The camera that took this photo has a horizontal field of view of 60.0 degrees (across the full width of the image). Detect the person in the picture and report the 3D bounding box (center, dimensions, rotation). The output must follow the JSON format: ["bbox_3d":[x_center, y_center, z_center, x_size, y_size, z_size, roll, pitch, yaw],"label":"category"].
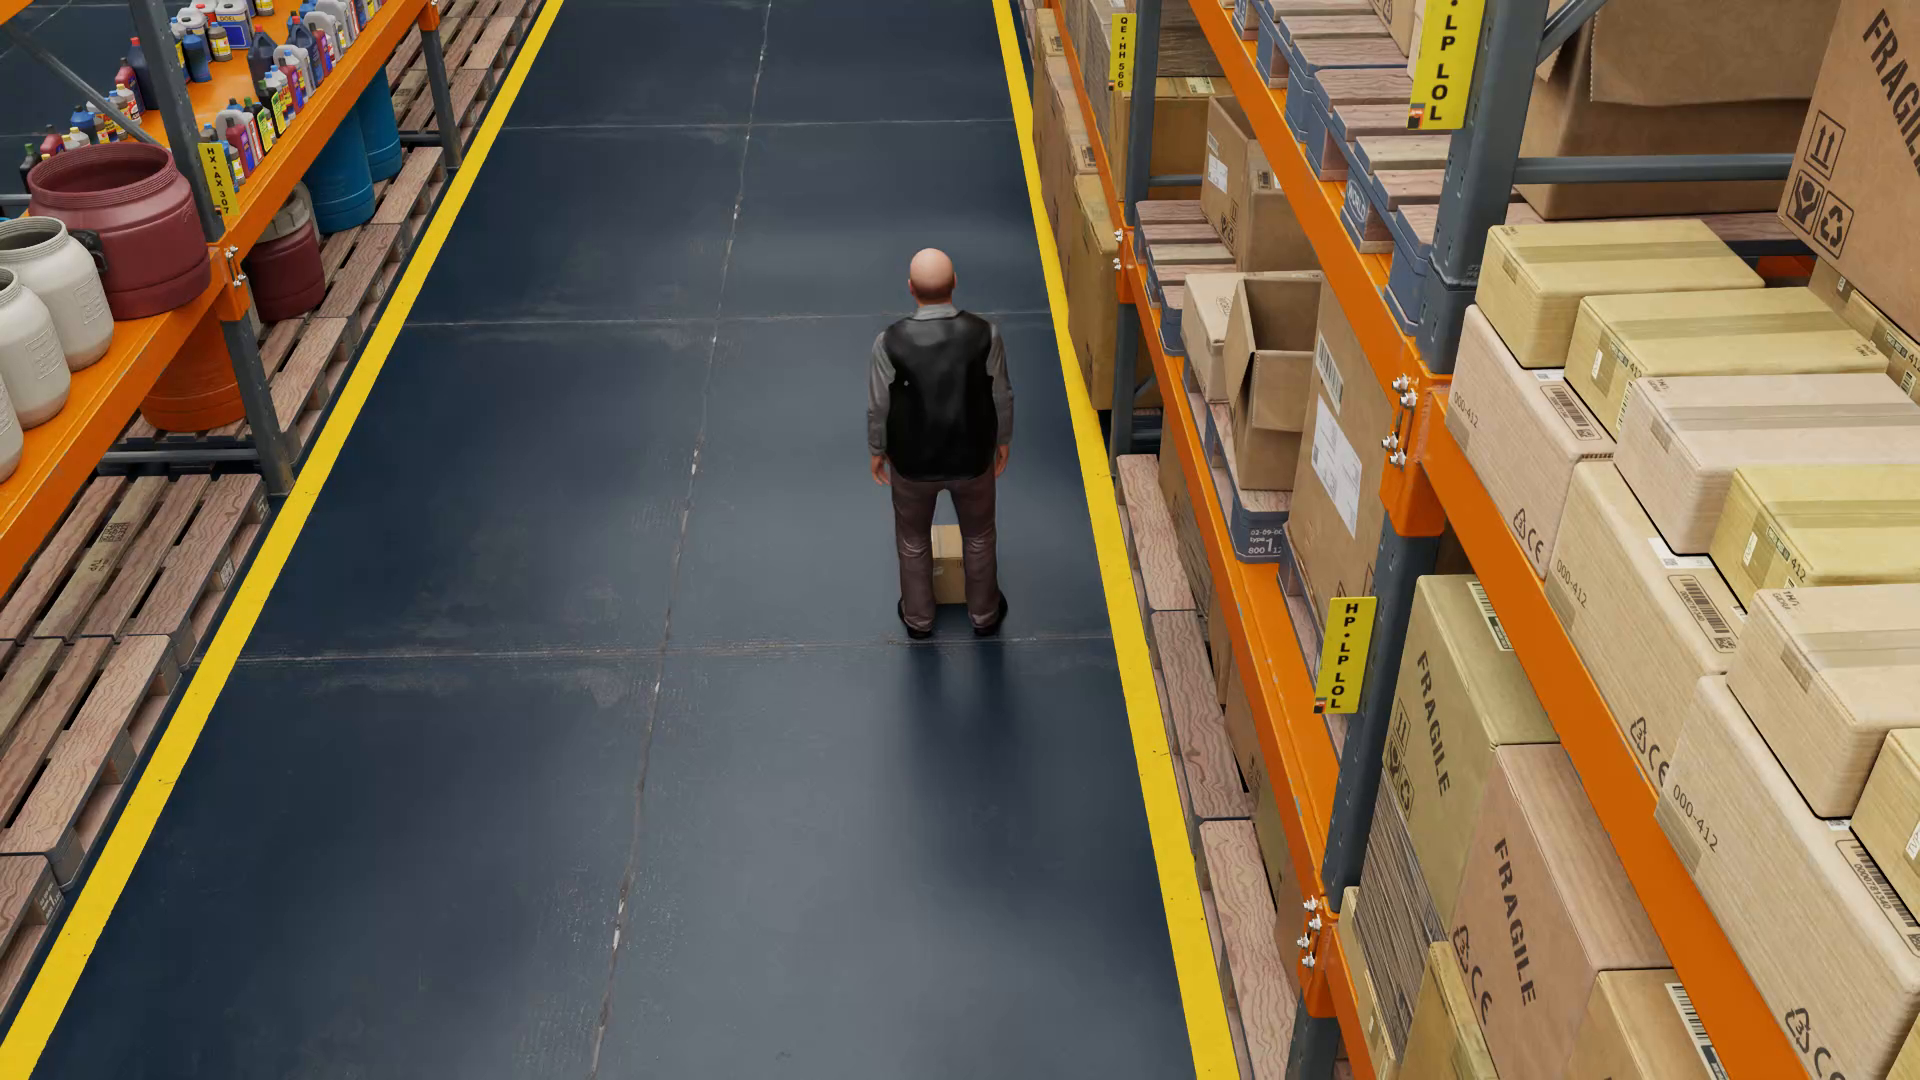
[{"bbox_3d":[-0.075,-0.333,6.643,0.589,1.720,0.427,-4,35,-5],"label":"person"}]
